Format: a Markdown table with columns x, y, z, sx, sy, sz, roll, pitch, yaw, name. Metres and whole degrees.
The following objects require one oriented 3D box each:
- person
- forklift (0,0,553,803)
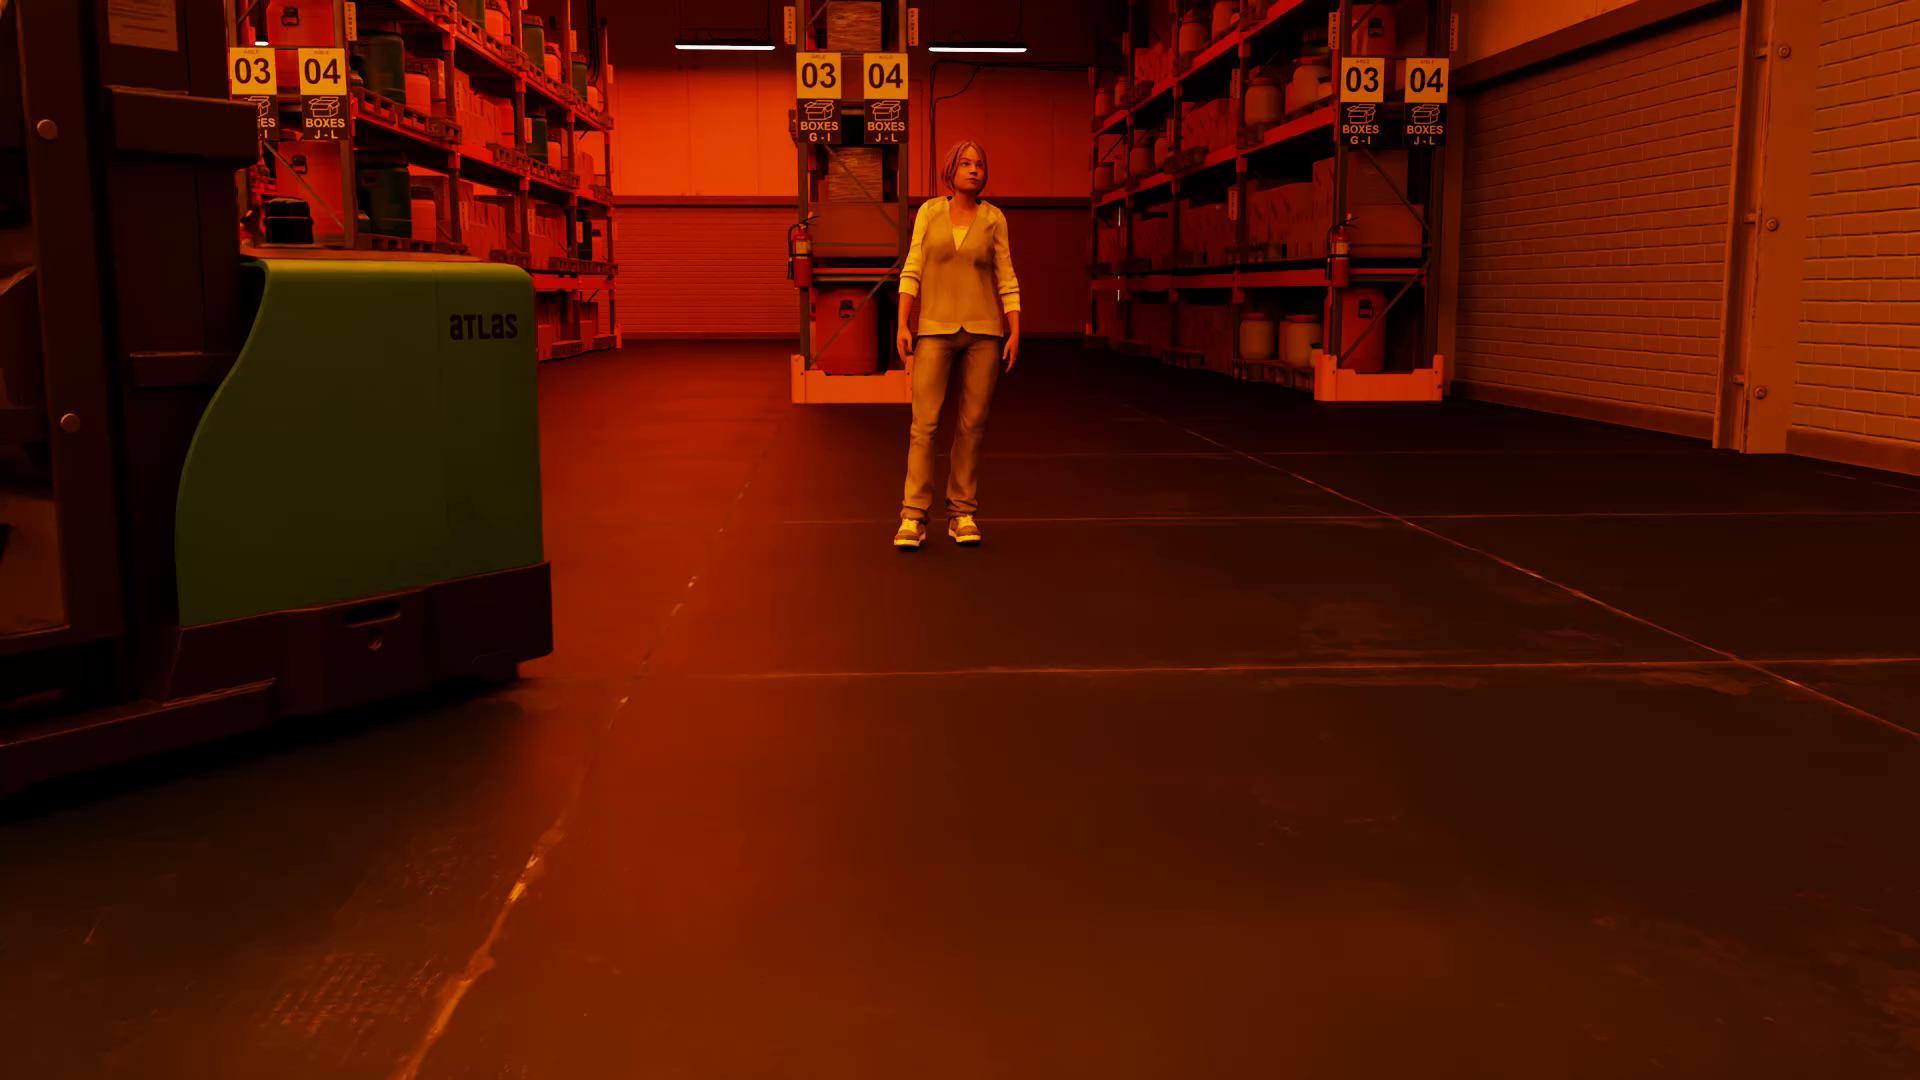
| x | y | z | sx | sy | sz | roll | pitch | yaw | name |
| --- | --- | --- | --- | --- | --- | --- | --- | --- | --- |
| -0.010 | -0.786 | 6.618 | 0.520 | 1.597 | 0.475 | -1 | 8 | -4 | person |
| -2.293 | -0.945 | 3.197 | 1.130 | 2.935 | 3.031 | 5 | 10 | 33 | forklift |
